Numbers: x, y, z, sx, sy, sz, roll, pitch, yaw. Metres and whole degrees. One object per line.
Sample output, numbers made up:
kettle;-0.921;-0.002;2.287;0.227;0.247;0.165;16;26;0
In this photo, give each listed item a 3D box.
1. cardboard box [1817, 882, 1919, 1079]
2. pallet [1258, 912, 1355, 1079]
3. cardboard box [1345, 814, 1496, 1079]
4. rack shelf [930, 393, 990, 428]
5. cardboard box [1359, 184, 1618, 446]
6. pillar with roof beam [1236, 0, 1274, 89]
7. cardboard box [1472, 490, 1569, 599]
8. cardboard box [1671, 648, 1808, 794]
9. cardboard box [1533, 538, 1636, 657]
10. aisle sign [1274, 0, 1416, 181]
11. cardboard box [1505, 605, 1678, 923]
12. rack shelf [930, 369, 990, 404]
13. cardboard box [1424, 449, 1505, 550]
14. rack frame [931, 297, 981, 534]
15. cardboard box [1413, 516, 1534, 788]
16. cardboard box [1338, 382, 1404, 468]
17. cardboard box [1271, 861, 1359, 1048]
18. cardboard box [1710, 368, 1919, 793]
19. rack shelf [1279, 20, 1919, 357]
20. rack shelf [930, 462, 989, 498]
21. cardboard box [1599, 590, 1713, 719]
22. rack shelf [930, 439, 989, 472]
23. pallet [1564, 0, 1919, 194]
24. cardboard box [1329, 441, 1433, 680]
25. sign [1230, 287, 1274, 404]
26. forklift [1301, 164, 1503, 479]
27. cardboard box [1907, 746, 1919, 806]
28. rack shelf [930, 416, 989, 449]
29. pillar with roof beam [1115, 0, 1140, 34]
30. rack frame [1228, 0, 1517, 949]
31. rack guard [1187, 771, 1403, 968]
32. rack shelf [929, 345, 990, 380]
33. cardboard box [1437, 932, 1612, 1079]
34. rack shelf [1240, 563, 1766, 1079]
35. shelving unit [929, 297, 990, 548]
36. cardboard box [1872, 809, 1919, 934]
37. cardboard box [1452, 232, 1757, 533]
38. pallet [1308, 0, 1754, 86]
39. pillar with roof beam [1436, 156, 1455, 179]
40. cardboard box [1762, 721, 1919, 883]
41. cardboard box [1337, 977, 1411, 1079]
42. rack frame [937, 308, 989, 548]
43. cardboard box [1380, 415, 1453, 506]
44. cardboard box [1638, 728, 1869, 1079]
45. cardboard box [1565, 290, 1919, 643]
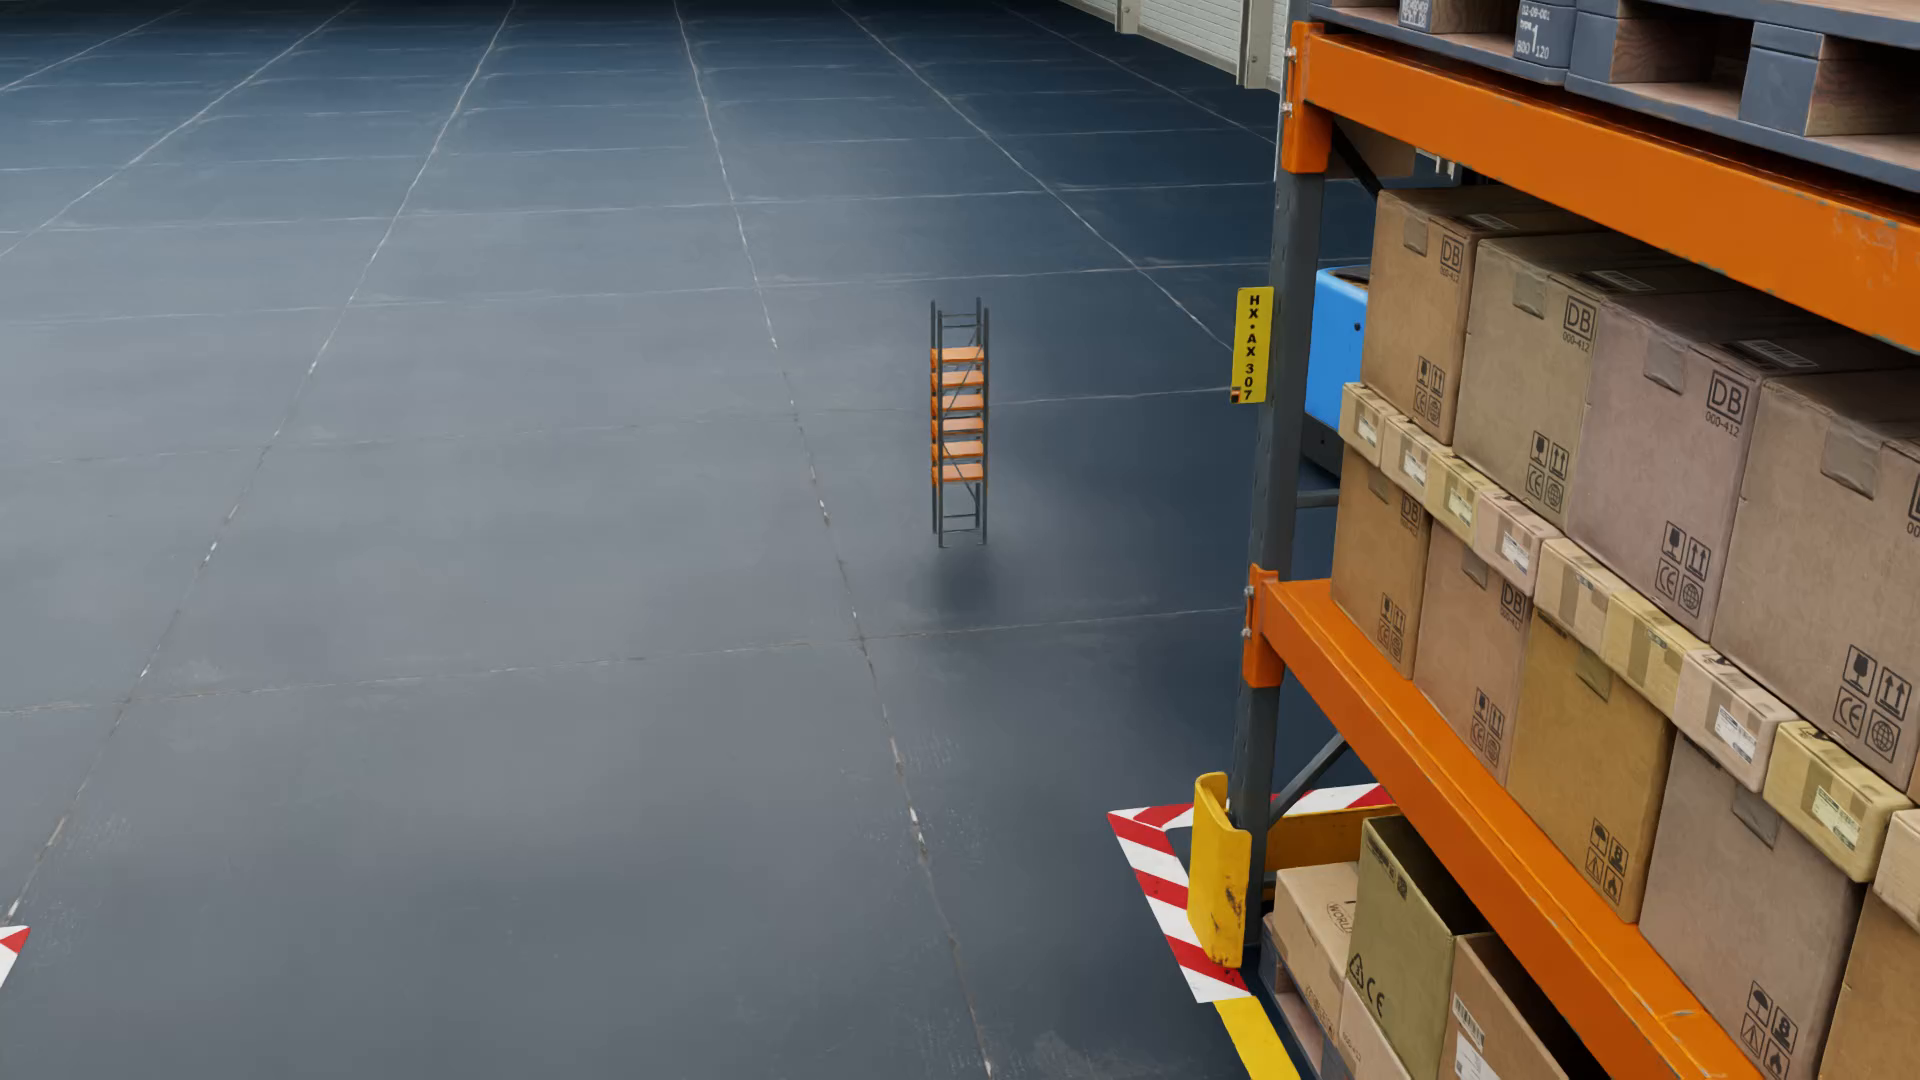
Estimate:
cardboard box;1.801;0.814;2.514;0.700;0.500;0.500;-4;24;-9
pallet;1.525;1.440;4.688;1.003;0.211;1.213;-4;24;-10
cardboard box;1.317;1.013;4.157;0.500;0.500;0.500;-4;24;-10
rack shelf;-0.003;-0.625;7.993;0.258;0.103;0.180;-4;24;-10
cardboard box;1.426;-0.570;4.061;0.700;0.500;0.500;-4;24;-10
pillar with roof beam;-0.370;-9.802;19.451;9.100;9.000;0.400;-4;24;-10
cardboard box;1.344;-0.007;3.582;0.380;0.149;0.250;-5;24;-11
cardboard box;1.486;0.297;2.887;0.380;0.149;0.250;-4;24;-9
cardboard box;1.396;0.098;3.342;0.380;0.149;0.250;-5;24;-12
aisle sign;1.029;-1.330;4.298;0.394;0.787;0.004;-4;24;-10
cardboard box;1.604;0.406;3.448;0.700;0.500;0.500;-4;24;-9
rack shelf;-0.003;-0.735;7.945;0.258;0.103;0.180;-4;24;-10
cardboard box;1.299;-0.106;3.809;0.380;0.149;0.250;-4;24;-10
rack frame;-0.020;-0.592;8.105;0.240;1.200;0.006;-4;24;-10
cardboard box;1.518;0.210;3.897;0.700;0.500;0.500;-4;24;-8
cardboard box;1.203;-0.308;4.272;0.380;0.149;0.250;-4;24;-10
cardboard box;1.223;1.160;4.757;0.500;0.250;0.500;-4;24;-10
cardboard box;1.715;0.032;2.684;0.700;0.500;0.500;-4;24;-10
rack shelf;1.712;-0.393;2.554;1.077;0.370;4.000;-4;24;-10
rack shelf;-0.003;-0.295;8.137;0.258;0.103;0.180;-4;24;-10
cardboard box;1.443;0.199;3.112;0.380;0.149;0.250;-5;24;-10
rack shelf;-0.003;-0.405;8.089;0.258;0.103;0.180;-4;24;-10
pallet;1.676;-0.708;2.487;1.003;0.211;1.213;-4;24;-10
cardboard box;1.416;0.004;4.369;0.700;0.500;0.500;-4;24;-10
sign;0.796;-0.529;4.534;0.100;0.325;0.005;-4;24;-10
forklift;3.430;-1.819;8.753;3.031;2.935;1.130;-8;25;-17
cardboard box;1.807;0.228;2.234;0.700;0.500;0.500;-4;24;-10
rack shelf;-0.003;-0.515;8.041;0.258;0.103;0.180;-4;24;-10
pillar with roof beam;-1.479;-12.163;24.855;9.100;9.000;0.400;-4;24;-10
rack frame;1.342;-0.135;4.811;1.000;3.000;0.127;-4;24;-10
rack guard;1.338;1.001;5.333;1.175;0.500;0.348;-4;24;-10
rack shelf;-0.003;-0.845;7.897;0.258;0.103;0.180;-4;24;-10
cardboard box;1.422;1.209;3.709;0.500;0.500;0.500;-4;24;-10
rack shelf;1.712;0.981;3.154;1.077;0.370;4.000;-4;24;-10
shelving unit;-0.003;-0.556;8.023;0.258;1.200;0.189;-4;24;-10
cardboard box;1.588;0.505;2.412;0.380;0.149;0.250;-4;24;-8
cardboard box;1.528;-0.364;3.589;0.700;0.500;0.500;-5;24;-11
pallet;1.447;-1.189;3.588;1.003;0.211;1.213;-4;24;-10
pillar with roof beam;0.739;-7.442;14.047;9.100;9.000;0.400;-4;24;-10
cardboard box;1.536;0.400;2.650;0.380;0.149;0.250;-4;24;-8
cardboard box;1.319;1.356;4.307;0.500;0.250;0.500;-4;24;-10
rack frame;0.014;-0.520;7.940;0.240;1.200;0.006;-4;24;-10
cardboard box;1.255;-0.204;4.034;0.380;0.149;0.250;-5;24;-11
cardboard box;1.705;0.612;2.975;0.700;0.500;0.500;-4;24;-8
cardboard box;1.622;-0.165;3.135;0.700;0.500;0.500;-4;24;-10
